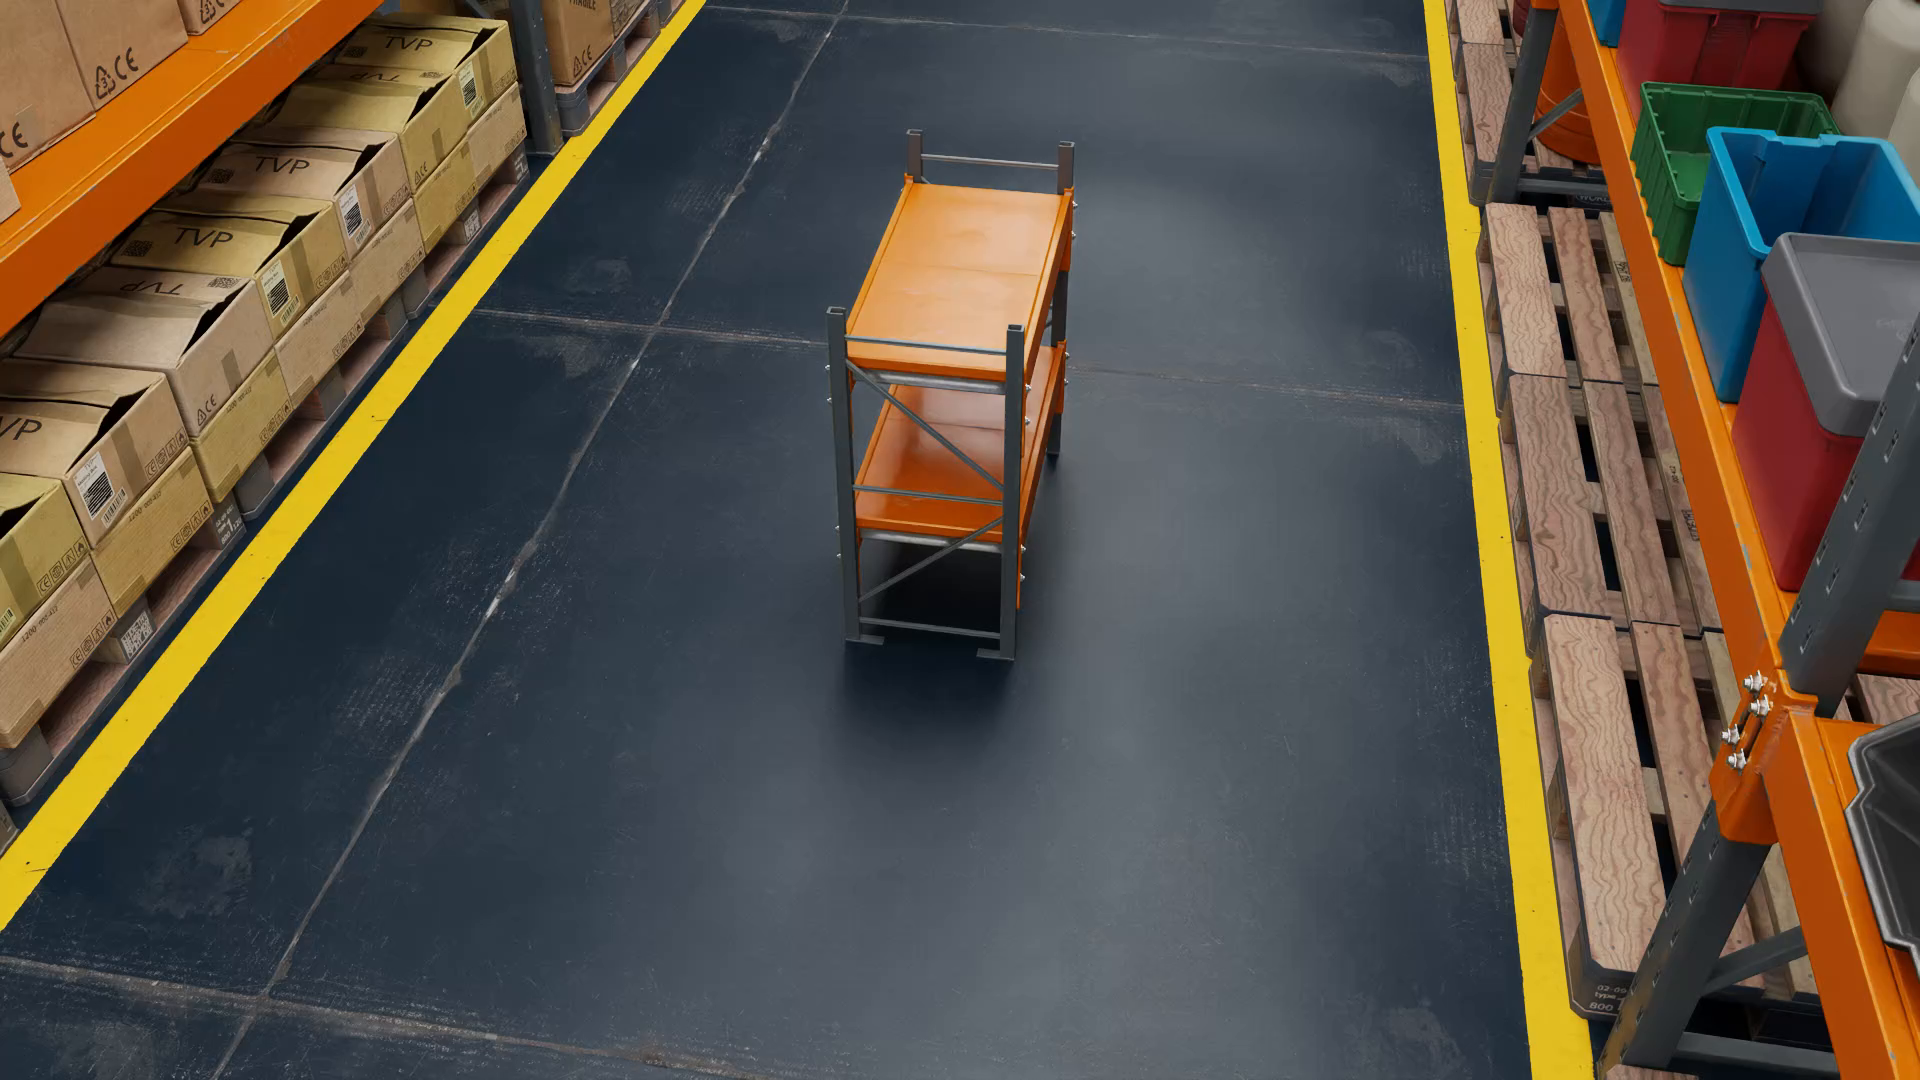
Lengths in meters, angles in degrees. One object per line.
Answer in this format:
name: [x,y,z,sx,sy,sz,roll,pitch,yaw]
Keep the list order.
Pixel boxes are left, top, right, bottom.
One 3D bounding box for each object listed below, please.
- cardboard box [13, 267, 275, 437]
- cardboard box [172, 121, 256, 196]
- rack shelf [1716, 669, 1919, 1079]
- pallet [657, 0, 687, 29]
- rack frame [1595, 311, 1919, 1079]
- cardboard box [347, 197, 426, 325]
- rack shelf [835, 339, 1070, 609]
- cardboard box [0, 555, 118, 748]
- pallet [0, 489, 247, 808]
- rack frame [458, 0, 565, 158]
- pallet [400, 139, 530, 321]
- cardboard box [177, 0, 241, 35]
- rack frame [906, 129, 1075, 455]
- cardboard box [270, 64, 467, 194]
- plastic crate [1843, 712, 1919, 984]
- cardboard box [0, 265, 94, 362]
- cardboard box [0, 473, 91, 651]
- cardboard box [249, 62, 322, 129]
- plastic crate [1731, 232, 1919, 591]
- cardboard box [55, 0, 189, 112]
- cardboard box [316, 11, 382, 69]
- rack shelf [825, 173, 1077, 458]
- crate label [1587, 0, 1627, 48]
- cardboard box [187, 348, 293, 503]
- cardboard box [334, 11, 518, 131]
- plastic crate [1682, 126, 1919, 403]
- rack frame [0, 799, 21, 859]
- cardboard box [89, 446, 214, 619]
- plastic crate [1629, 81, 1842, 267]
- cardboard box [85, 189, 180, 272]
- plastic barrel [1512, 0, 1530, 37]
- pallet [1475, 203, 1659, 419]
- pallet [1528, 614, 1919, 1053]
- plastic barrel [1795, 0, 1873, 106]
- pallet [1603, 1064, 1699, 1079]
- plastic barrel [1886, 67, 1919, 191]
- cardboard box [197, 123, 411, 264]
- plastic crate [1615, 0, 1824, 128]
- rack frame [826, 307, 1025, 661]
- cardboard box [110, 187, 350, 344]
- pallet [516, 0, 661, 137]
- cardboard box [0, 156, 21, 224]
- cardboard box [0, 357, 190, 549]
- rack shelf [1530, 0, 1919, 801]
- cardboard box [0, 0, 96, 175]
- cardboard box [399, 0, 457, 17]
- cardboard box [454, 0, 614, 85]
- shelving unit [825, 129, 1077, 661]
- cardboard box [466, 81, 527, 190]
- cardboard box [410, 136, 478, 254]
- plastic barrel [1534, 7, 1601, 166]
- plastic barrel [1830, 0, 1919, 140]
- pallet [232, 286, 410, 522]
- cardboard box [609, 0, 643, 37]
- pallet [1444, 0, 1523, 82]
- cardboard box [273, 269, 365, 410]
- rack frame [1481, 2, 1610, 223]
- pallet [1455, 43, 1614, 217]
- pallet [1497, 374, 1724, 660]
cardboard box: [-2.449,-0.598,5.007,0.500,0.311,0.500,5,40,6]
cardboard box: [-2.807,-1.291,5.846,0.500,0.311,0.500,5,40,6]
rack shelf: [1.586,1.672,1.439,1.077,0.370,4.000,6,40,8]
pallet: [-1.874,-3.073,8.801,1.003,0.211,1.213,6,40,8]
rack frame: [1.932,0.139,2.728,1.000,3.000,0.127,6,40,8]
cardboard box: [-2.281,-1.025,5.965,0.500,0.250,0.500,7,40,9]
rack shelf: [0.001,-0.249,5.053,0.538,0.278,1.000,6,40,8]
cardboard box: [-2.633,0.263,4.406,0.500,0.250,0.500,5,40,7]
pallet: [-2.857,0.199,4.844,1.003,0.211,1.213,6,40,8]
rack frame: [-2.254,-2.920,6.427,1.000,3.000,0.127,6,40,8]
pallet: [-2.435,-1.333,6.696,1.003,0.211,1.213,6,40,8]
cardboard box: [-2.528,-1.903,5.120,0.500,0.500,0.500,4,40,5]
rack frame: [0.089,-0.757,5.283,0.500,1.125,0.032,6,40,8]
cardboard box: [-2.186,-1.555,6.165,0.500,0.311,0.500,6,40,7]
plastic crate: [1.716,0.478,2.367,0.767,0.338,0.504,6,40,8]
cardboard box: [-2.986,-0.653,5.075,0.500,0.311,0.500,6,40,8]
cardboard box: [-2.629,0.041,4.235,0.500,0.311,0.500,7,40,8]
cardboard box: [-2.717,-1.611,6.233,0.500,0.311,0.500,5,40,7]
plastic crate: [1.714,-0.223,3.115,0.402,0.464,0.583,6,40,8]
cardboard box: [-2.620,-1.573,4.720,0.500,0.500,0.500,6,40,8]
cardboard box: [-2.634,-1.942,6.633,0.500,0.311,0.500,8,40,9]
rack shelf: [0.001,-0.663,4.710,0.538,0.278,1.000,6,40,8]
crate label: [2.186,-1.791,5.034,0.502,0.435,0.616,6,40,8]
cardboard box: [-2.456,-0.383,5.188,0.500,0.250,0.500,5,40,6]
cardboard box: [-2.102,-1.882,6.560,0.500,0.311,0.500,7,40,9]
plastic crate: [1.816,-0.581,3.611,0.392,0.384,0.575,6,40,8]
rack frame: [-2.946,-0.409,3.391,1.000,3.000,0.127,6,40,8]
cardboard box: [-2.543,-0.058,4.794,0.500,0.250,0.500,7,40,9]
plastic crate: [1.955,-0.903,4.155,0.450,0.188,0.662,6,40,8]
cardboard box: [-2.895,-0.968,5.455,0.500,0.311,0.500,6,40,7]
plastic barrel: [2.887,-2.621,7.629,0.600,0.588,0.708,6,40,8]
pallet: [2.452,-0.814,6.069,1.003,0.211,1.213,6,40,8]
pallet: [2.029,0.717,4.217,1.003,0.211,1.213,6,40,8]
plastic barrel: [2.583,-1.481,4.599,0.421,0.512,0.421,0,40,0]
pallet: [1.774,1.631,3.112,1.003,0.211,1.213,6,40,8]
plastic barrel: [2.440,-0.950,3.938,0.433,0.535,0.433,0,40,0]
cardboard box: [-2.276,-1.239,5.782,0.500,0.311,0.500,6,40,7]
plastic crate: [2.043,-1.415,4.558,0.402,0.464,0.583,6,40,8]
rack frame: [-0.087,-0.119,4.511,0.500,1.125,0.032,6,40,8]
cardboard box: [-2.365,-0.924,5.402,0.500,0.311,0.500,7,40,9]
pallet: [-2.088,-2.309,7.877,1.003,0.211,1.213,6,40,8]
cardboard box: [-2.592,-0.846,4.116,0.380,0.149,0.250,6,40,8]
cardboard box: [-2.538,-0.273,4.614,0.500,0.311,0.500,6,40,7]
rack shelf: [2.278,-0.839,4.475,1.077,0.370,4.000,6,40,8]
cardboard box: [-2.706,-1.259,4.340,0.500,0.500,0.500,9,40,11]
cardboard box: [-2.324,-2.739,7.825,0.500,0.500,0.500,8,40,9]
cardboard box: [-1.894,-2.380,7.391,0.500,0.500,0.500,8,40,10]
shelving unit: [0.001,-0.438,4.897,0.538,1.125,1.048,6,40,8]
cardboard box: [-2.105,-1.665,6.738,0.500,0.250,0.500,7,40,9]
cardboard box: [-2.191,-1.341,6.346,0.500,0.250,0.500,6,40,7]
plastic barrel: [2.692,-2.005,6.695,0.600,0.830,0.708,6,40,8]
plastic barrel: [2.515,-1.221,4.267,0.433,0.535,0.433,0,40,0]
pallet: [-2.648,-0.569,5.773,1.003,0.211,1.213,6,40,8]
cardboard box: [-1.809,-2.709,7.789,0.500,0.500,0.500,5,40,6]
pallet: [2.933,-2.559,8.180,1.003,0.211,1.213,6,40,8]
cardboard box: [-2.367,-0.702,5.574,0.500,0.250,0.500,7,40,9]
rack frame: [2.624,-2.371,5.764,1.000,3.000,0.127,6,40,8]
pallet: [2.719,-1.796,7.256,1.003,0.211,1.213,6,40,8]
pallet: [2.238,-0.051,5.146,1.003,0.211,1.213,6,40,8]
